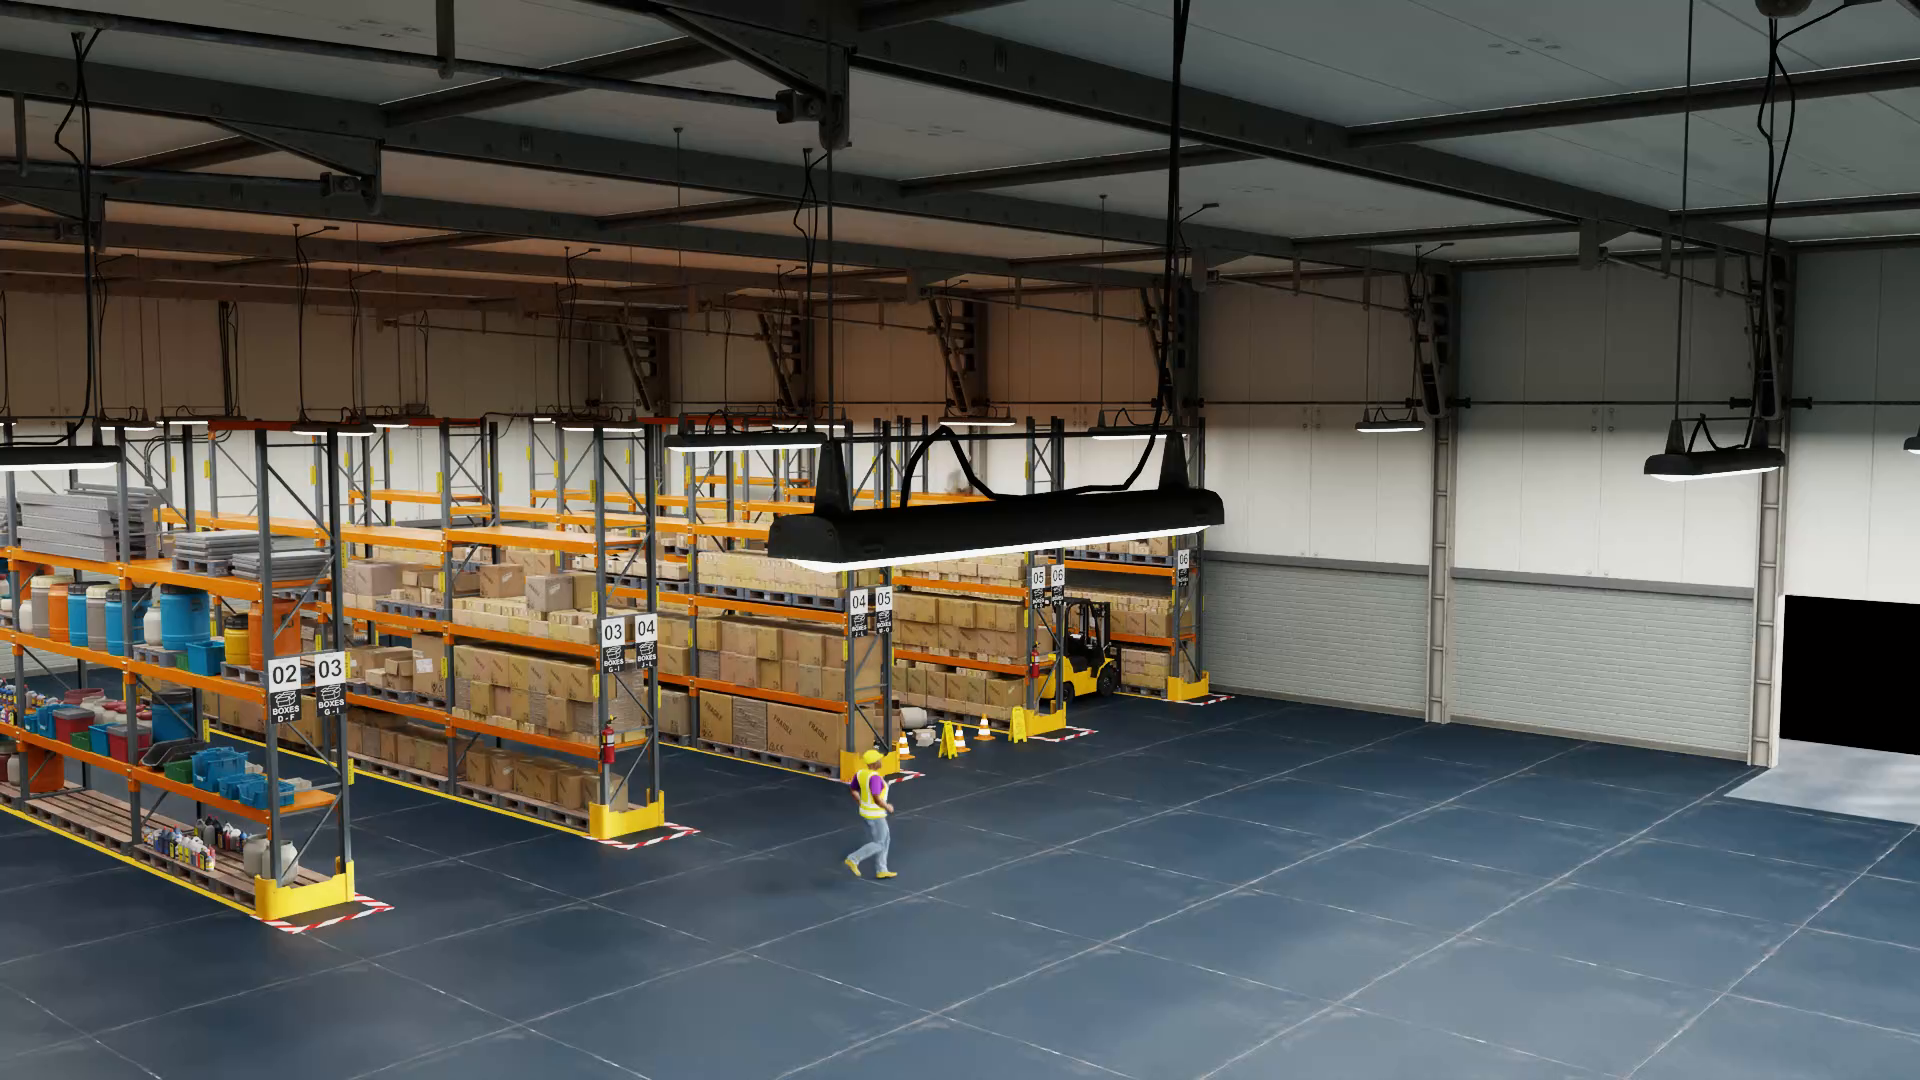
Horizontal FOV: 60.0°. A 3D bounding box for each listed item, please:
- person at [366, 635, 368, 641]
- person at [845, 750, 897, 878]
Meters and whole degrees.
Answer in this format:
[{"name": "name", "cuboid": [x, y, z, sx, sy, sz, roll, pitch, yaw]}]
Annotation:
[{"name": "person", "cuboid": [-11.605, 2.739, 32.842, 0.800, 1.822, 0.634, 3, 6, 35]}, {"name": "person", "cuboid": [-1.187, 3.642, 21.989, 0.779, 1.746, 0.705, -2, 5, -25]}]
